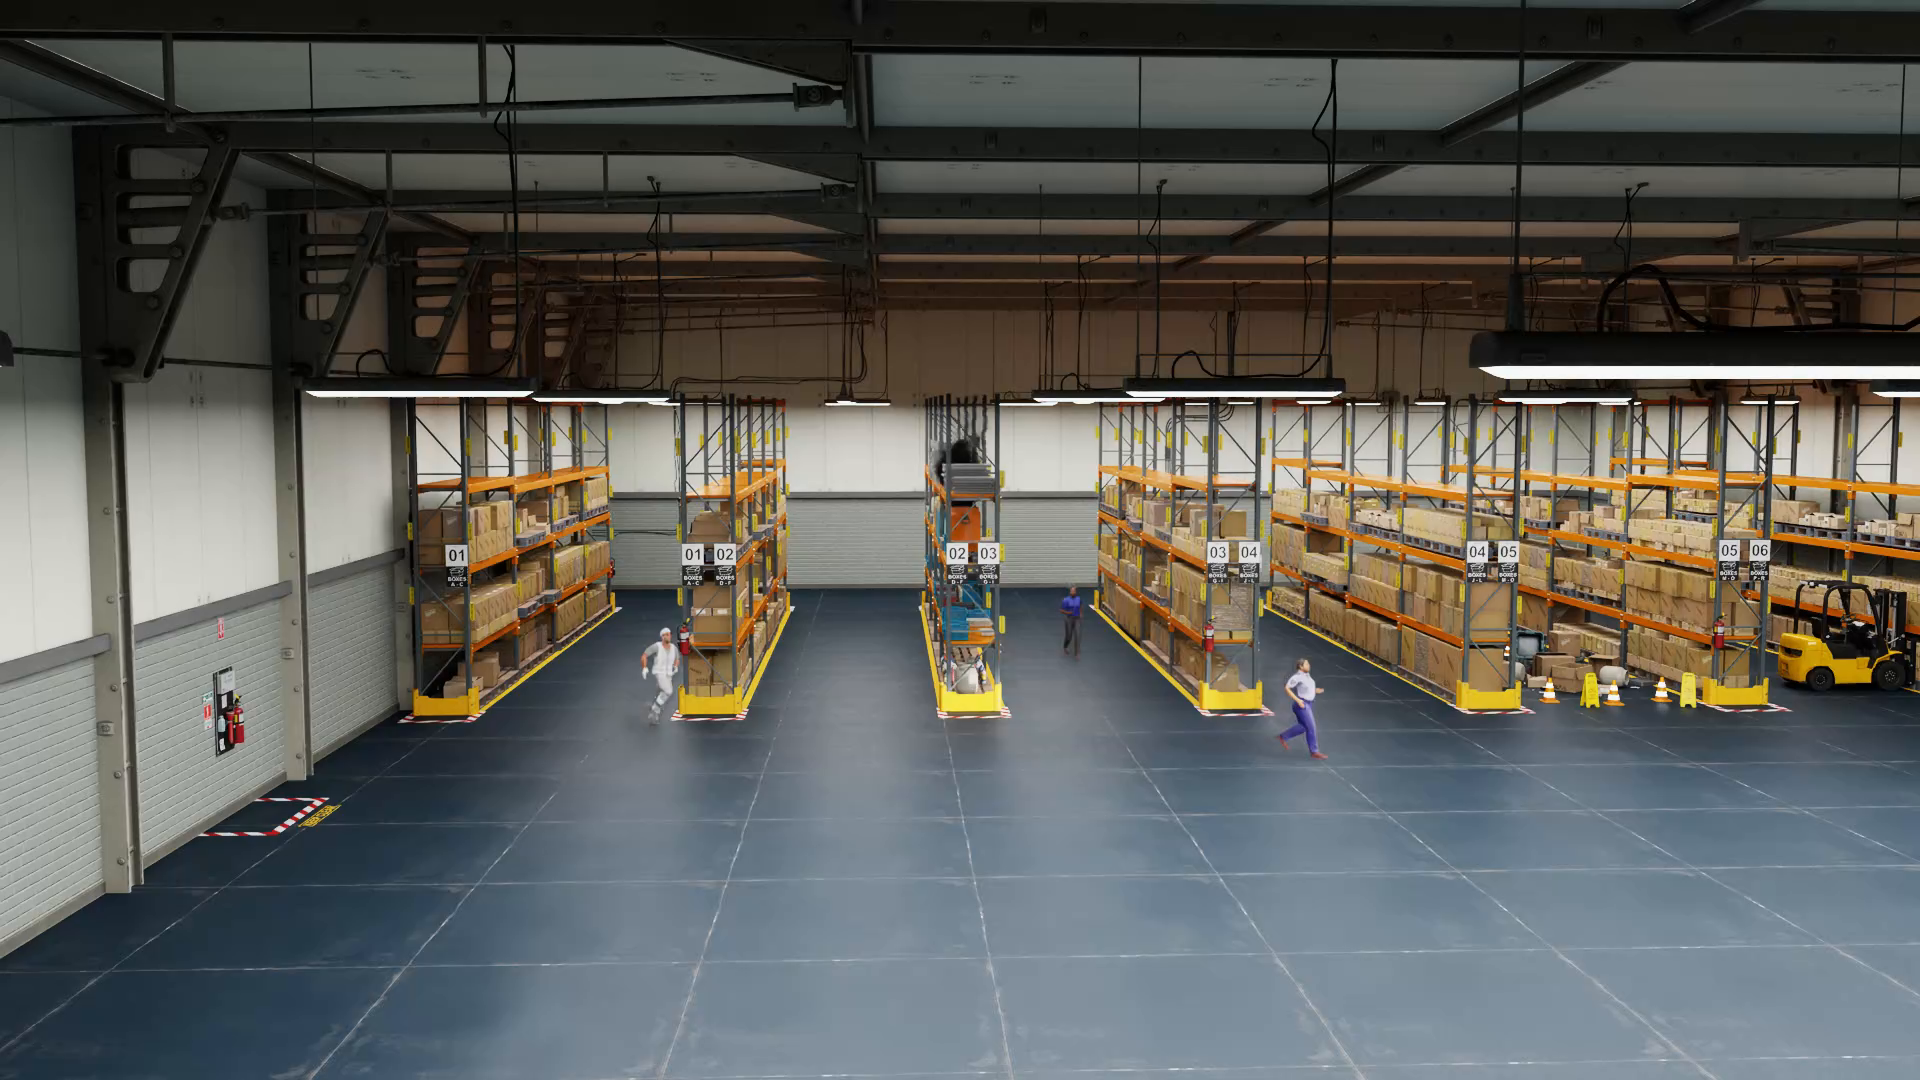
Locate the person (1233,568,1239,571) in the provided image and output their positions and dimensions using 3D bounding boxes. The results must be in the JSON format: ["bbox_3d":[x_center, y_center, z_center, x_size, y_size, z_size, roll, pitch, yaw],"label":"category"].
[{"bbox_3d":[7.894,1.083,48.486,0.850,1.645,0.642,-3,5,-34],"label":"person"}]

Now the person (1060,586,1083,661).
[{"bbox_3d":[2.574,1.878,38.028,0.579,1.657,0.924,-1,5,-13],"label":"person"}]

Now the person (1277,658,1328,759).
[{"bbox_3d":[5.632,2.751,27.275,0.881,1.605,0.615,2,5,29],"label":"person"}]

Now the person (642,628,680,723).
[{"bbox_3d":[-5.357,2.464,30.166,0.700,1.715,0.635,-4,6,-44],"label":"person"}]
